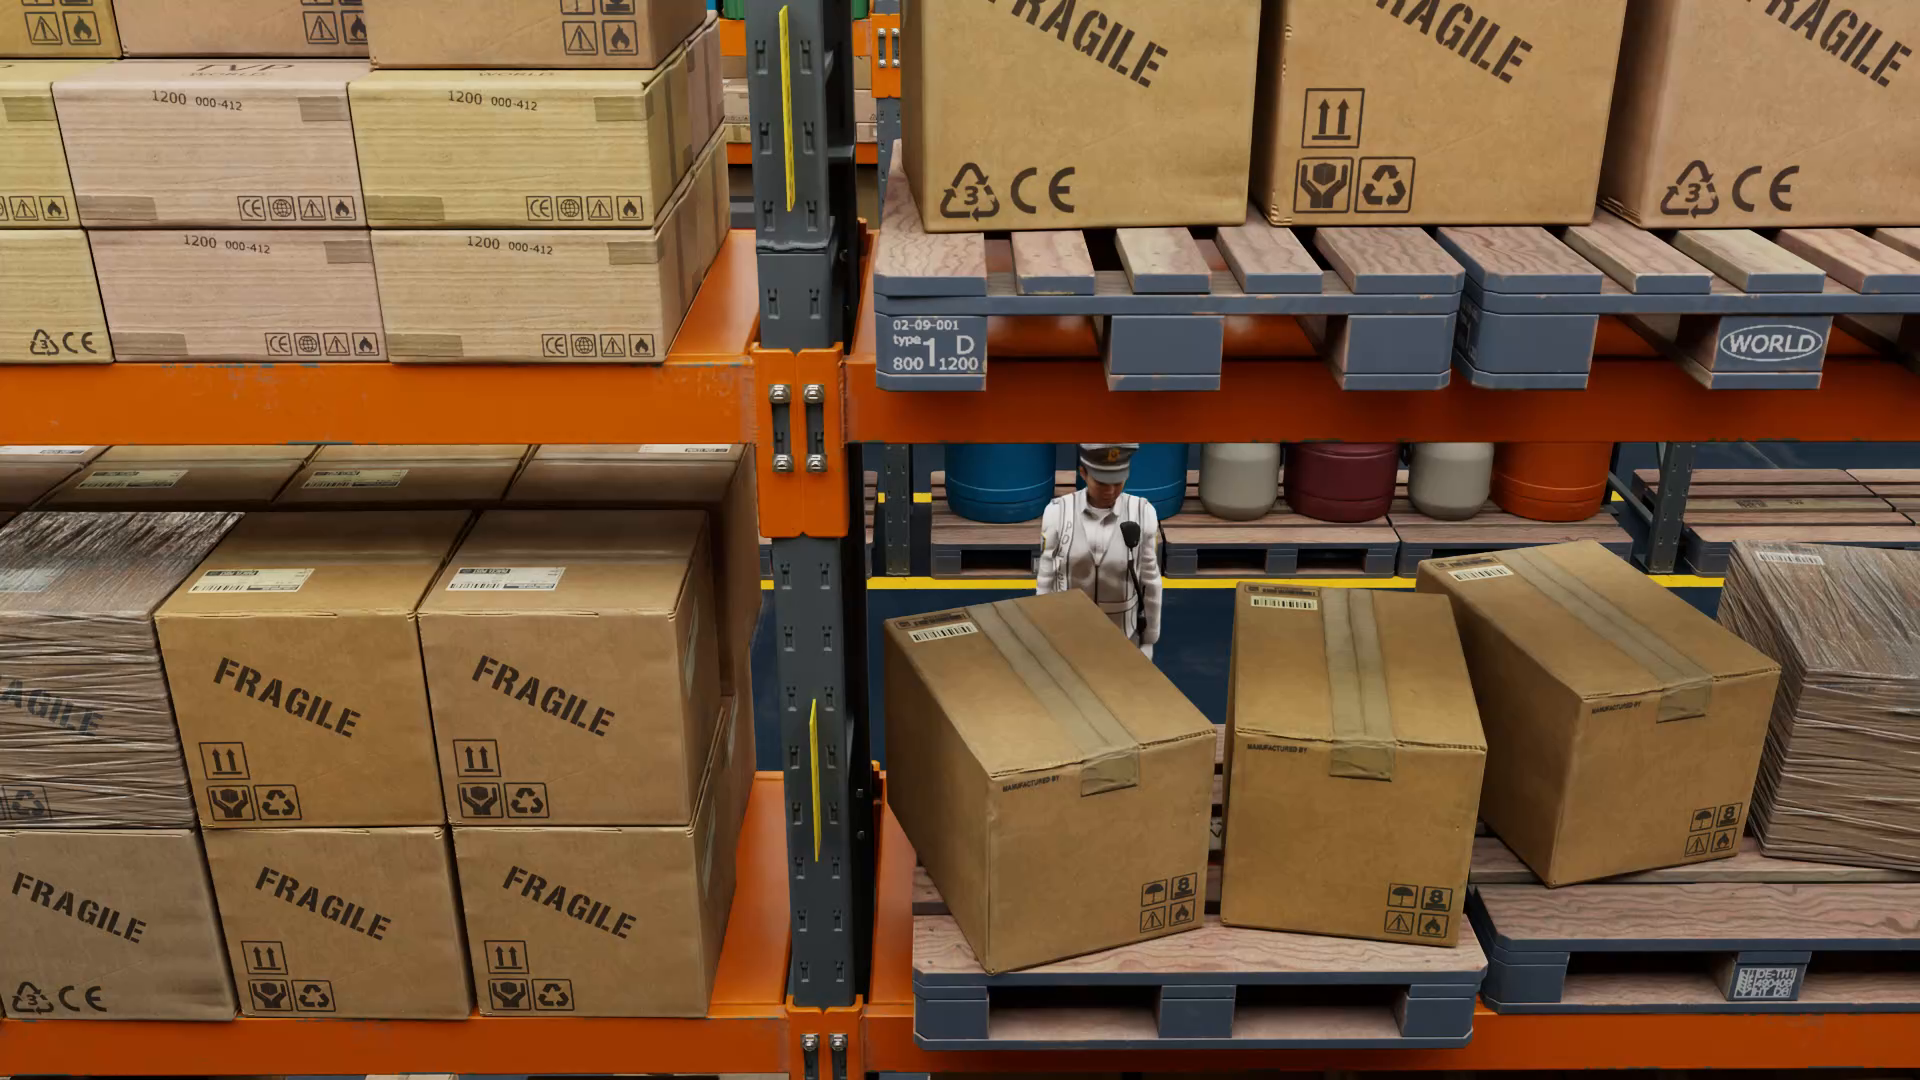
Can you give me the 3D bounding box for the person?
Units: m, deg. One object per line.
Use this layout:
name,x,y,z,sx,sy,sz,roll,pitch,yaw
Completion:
person,0.520,0.386,6.263,0.470,1.669,0.328,0,24,1
